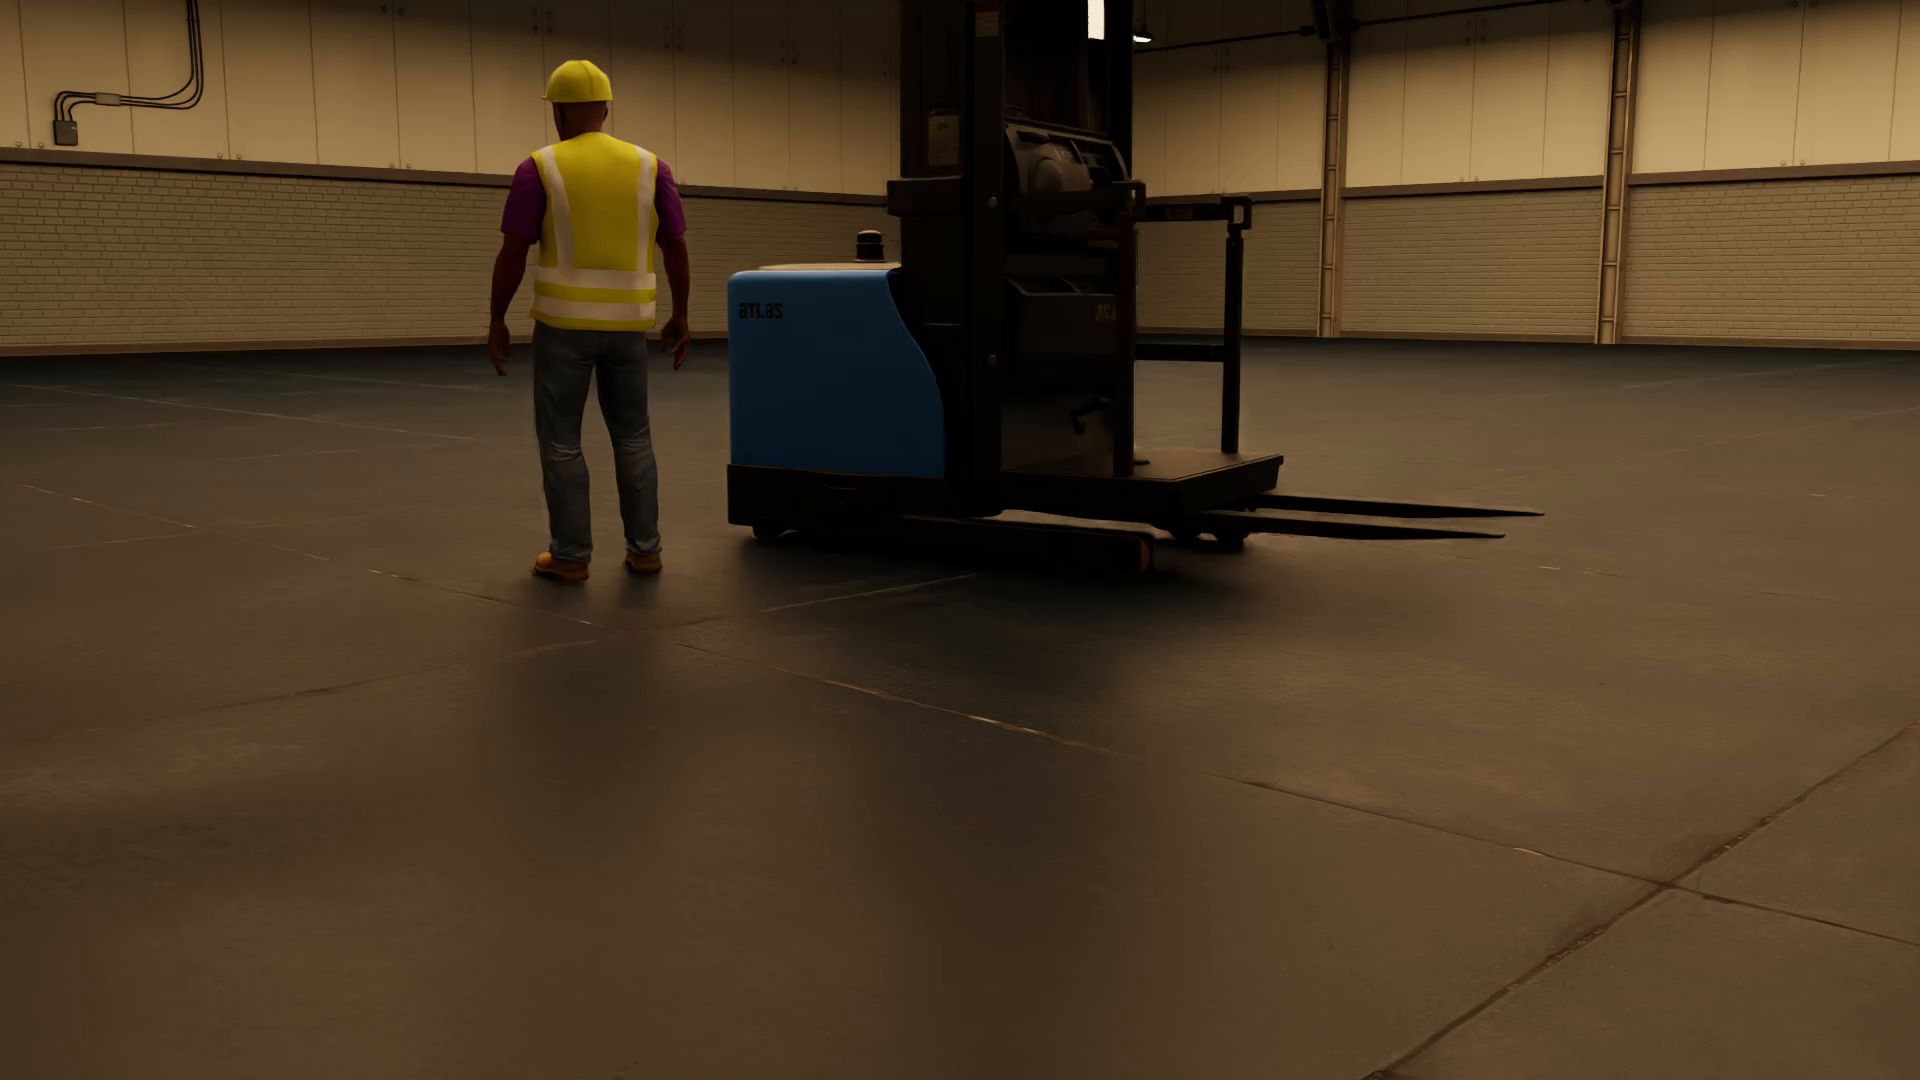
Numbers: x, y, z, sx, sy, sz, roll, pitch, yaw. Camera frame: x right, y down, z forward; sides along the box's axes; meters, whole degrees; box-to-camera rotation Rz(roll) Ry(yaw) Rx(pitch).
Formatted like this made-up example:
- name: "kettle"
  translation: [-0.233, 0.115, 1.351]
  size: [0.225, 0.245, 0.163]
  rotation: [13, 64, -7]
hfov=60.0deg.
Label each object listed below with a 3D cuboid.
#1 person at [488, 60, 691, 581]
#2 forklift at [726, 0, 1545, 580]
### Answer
- name: "person"
  translation: [-1.293, -0.751, 5.783]
  size: [0.699, 1.766, 0.493]
  rotation: [-5, 10, -30]
- name: "forklift"
  translation: [0.591, -1.398, 6.161]
  size: [3.031, 2.935, 1.130]
  rotation: [5, 10, 30]
